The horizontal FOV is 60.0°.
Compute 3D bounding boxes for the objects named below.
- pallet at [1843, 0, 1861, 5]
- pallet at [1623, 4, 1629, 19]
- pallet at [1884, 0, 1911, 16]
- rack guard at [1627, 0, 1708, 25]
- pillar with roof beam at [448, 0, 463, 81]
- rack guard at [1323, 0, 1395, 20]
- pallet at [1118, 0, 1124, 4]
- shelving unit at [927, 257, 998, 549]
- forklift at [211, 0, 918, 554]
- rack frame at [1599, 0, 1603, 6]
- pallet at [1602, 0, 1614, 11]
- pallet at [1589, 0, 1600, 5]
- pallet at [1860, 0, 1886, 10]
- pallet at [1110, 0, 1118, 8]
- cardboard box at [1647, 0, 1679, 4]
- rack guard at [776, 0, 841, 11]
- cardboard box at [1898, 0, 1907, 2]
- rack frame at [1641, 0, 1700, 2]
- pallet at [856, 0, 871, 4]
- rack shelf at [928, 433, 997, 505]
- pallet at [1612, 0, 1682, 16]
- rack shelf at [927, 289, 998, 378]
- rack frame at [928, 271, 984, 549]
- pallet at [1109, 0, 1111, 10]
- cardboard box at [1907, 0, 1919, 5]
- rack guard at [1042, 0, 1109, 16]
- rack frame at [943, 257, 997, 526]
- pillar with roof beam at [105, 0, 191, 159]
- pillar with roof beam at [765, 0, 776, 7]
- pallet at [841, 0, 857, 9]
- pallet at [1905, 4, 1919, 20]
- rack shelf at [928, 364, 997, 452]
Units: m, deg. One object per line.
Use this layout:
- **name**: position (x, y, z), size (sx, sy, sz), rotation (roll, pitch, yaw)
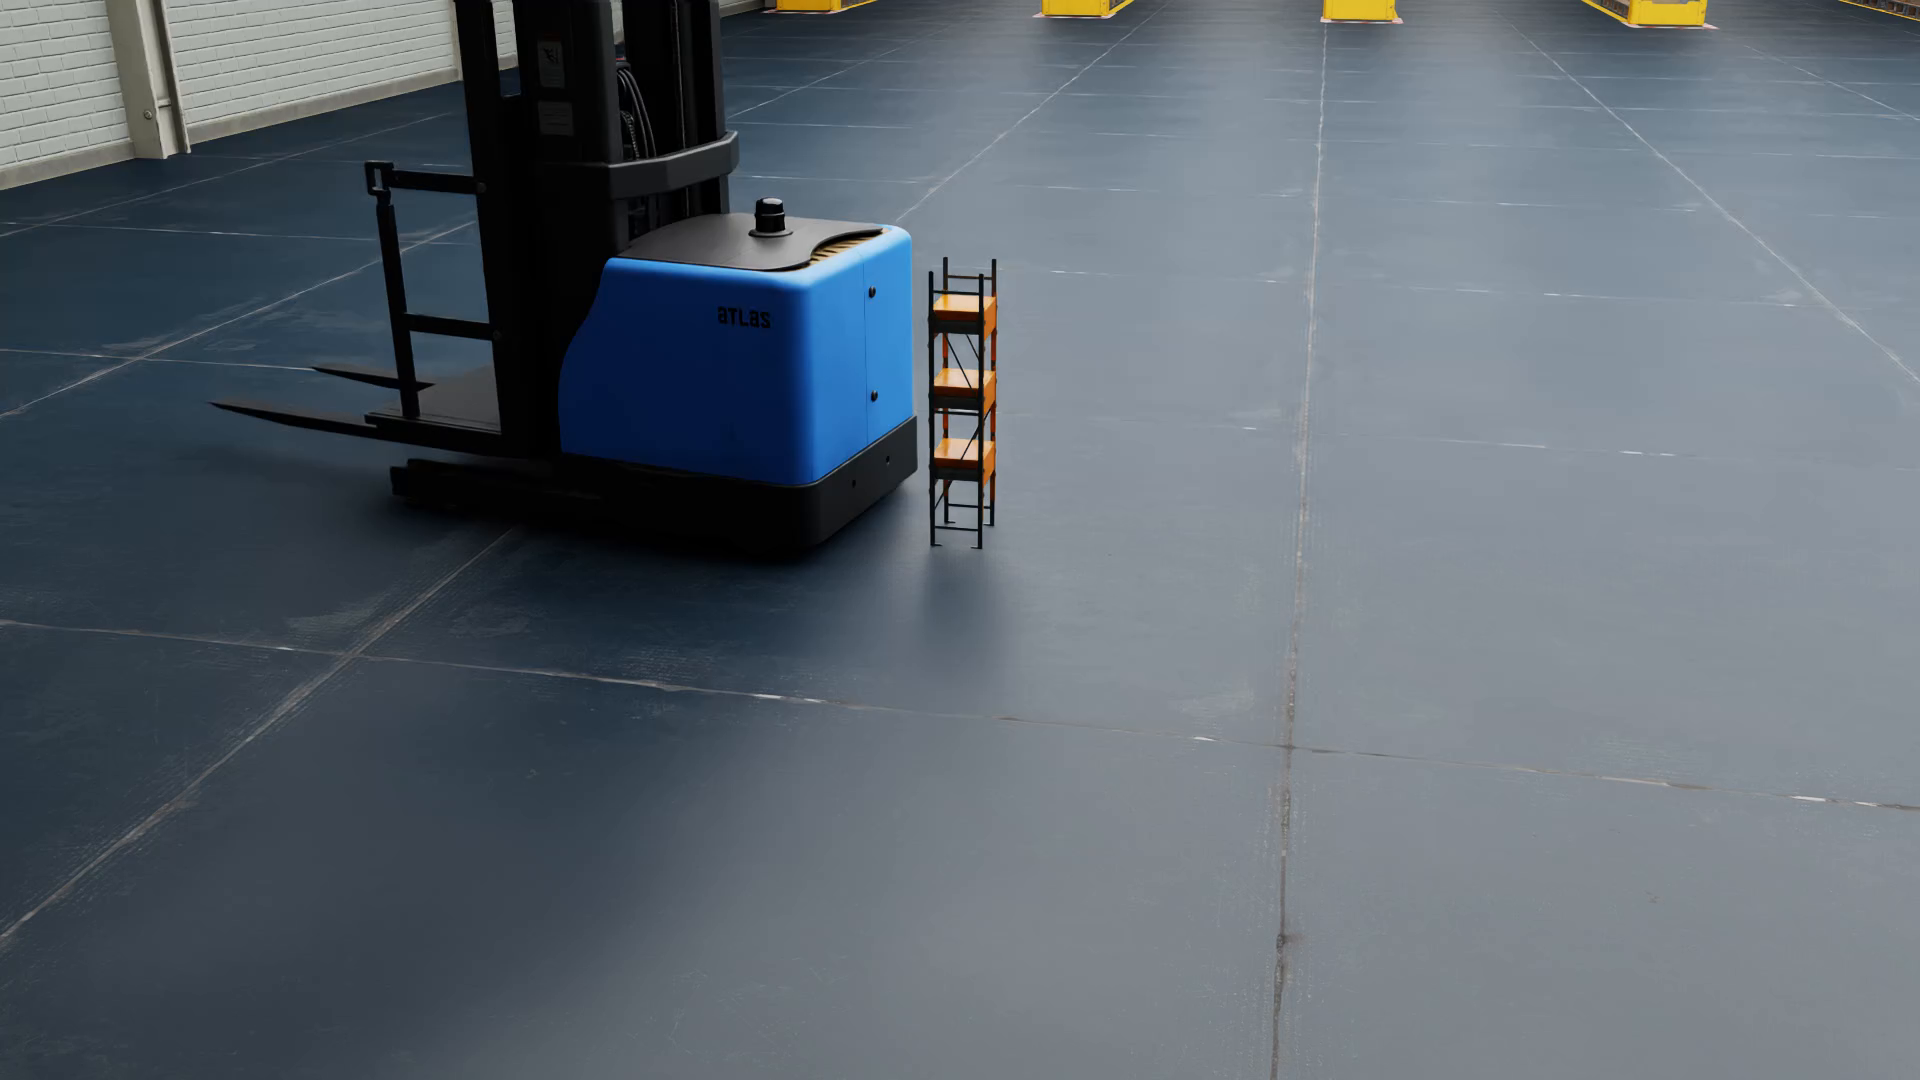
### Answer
- **pallet**: position (17.734, -10.473, 32.075), size (1.003, 0.211, 1.213), rotation (4, 22, 11)
- **pallet**: position (11.968, -9.012, 28.447), size (1.003, 0.211, 1.213), rotation (4, 22, 11)
- **pallet**: position (17.172, -9.465, 29.573), size (1.003, 0.211, 1.213), rotation (4, 22, 11)
- **rack guard**: position (11.768, -8.851, 27.662), size (1.175, 0.500, 0.348), rotation (4, 22, 11)
- **pillar with roof beam**: position (-1.733, -9.504, 17.906), size (9.100, 9.000, 0.400), rotation (4, 22, 11)
- **rack guard**: position (6.873, -9.233, 28.609), size (1.175, 0.500, 0.348), rotation (4, 22, 11)
- **pallet**: position (2.668, -10.621, 32.444), size (1.003, 0.211, 1.213), rotation (4, 22, 11)
- **shelving unit**: position (0.011, -0.507, 6.206), size (0.215, 1.050, 0.252), rotation (4, 22, 11)
- **forklift**: position (-1.742, -1.648, 6.522), size (3.031, 2.935, 1.130), rotation (9, 24, 21)
- **rack frame**: position (12.569, -11.446, 30.759), size (1.000, 3.000, 0.127), rotation (4, 22, 11)
- **pallet**: position (12.466, -9.904, 30.663), size (1.003, 0.211, 1.213), rotation (4, 22, 11)
- **pallet**: position (12.726, -10.437, 31.987), size (1.003, 0.211, 1.213), rotation (4, 22, 11)
- **pallet**: position (17.487, -10.025, 30.964), size (1.003, 0.211, 1.213), rotation (4, 22, 11)
- **pallet**: position (2.421, -10.174, 31.333), size (1.003, 0.211, 1.213), rotation (4, 22, 11)
- **cardboard box**: position (11.896, -9.246, 28.079), size (0.500, 0.500, 0.500), rotation (9, 24, 21)
- **rack guard**: position (-2.780, -9.984, 30.475), size (1.175, 0.500, 0.348), rotation (4, 22, 11)
- **cardboard box**: position (17.207, -10.015, 29.489), size (0.875, 0.875, 0.875), rotation (5, 22, 12)
- **rack frame**: position (11.752, -9.983, 27.126), size (1.000, 3.000, 0.127), rotation (4, 22, 11)
- **pallet**: position (-2.328, -10.589, 32.364), size (1.003, 0.211, 1.213), rotation (4, 22, 11)
- **rack shelf**: position (0.011, -0.239, 6.314), size (0.215, 0.259, 0.240), rotation (4, 22, 11)
- **pallet**: position (12.219, -9.457, 29.552), size (1.003, 0.211, 1.213), rotation (4, 22, 11)
- **rack shelf**: position (0.011, -0.760, 6.104), size (0.215, 0.259, 0.240), rotation (4, 22, 11)
- **rack frame**: position (-0.014, -0.462, 6.095), size (0.200, 1.050, 0.008), rotation (4, 22, 11)
- **pallet**: position (2.170, -9.729, 30.228), size (1.003, 0.211, 1.213), rotation (4, 22, 11)
- **cardboard box**: position (17.026, -9.686, 28.669), size (0.875, 0.875, 0.875), rotation (5, 22, 11)
- **rack guard**: position (2.050, -9.571, 29.450), size (1.175, 0.500, 0.348), rotation (4, 22, 11)
- **rack frame**: position (0.036, -0.551, 6.317), size (0.200, 1.050, 0.008), rotation (4, 22, 11)
- **pillar with roof beam**: position (-2.958, -7.309, 12.457), size (9.100, 9.000, 0.400), rotation (4, 22, 11)
- **pillar with roof beam**: position (0.715, -13.892, 28.803), size (9.100, 9.000, 0.400), rotation (4, 22, 11)
- **pallet**: position (-2.579, -10.145, 31.260), size (1.003, 0.211, 1.213), rotation (4, 22, 11)
- **pallet**: position (16.925, -9.018, 28.462), size (1.003, 0.211, 1.213), rotation (4, 22, 11)
- **rack shelf**: position (0.011, -0.497, 6.210), size (0.215, 0.259, 0.240), rotation (4, 22, 11)
